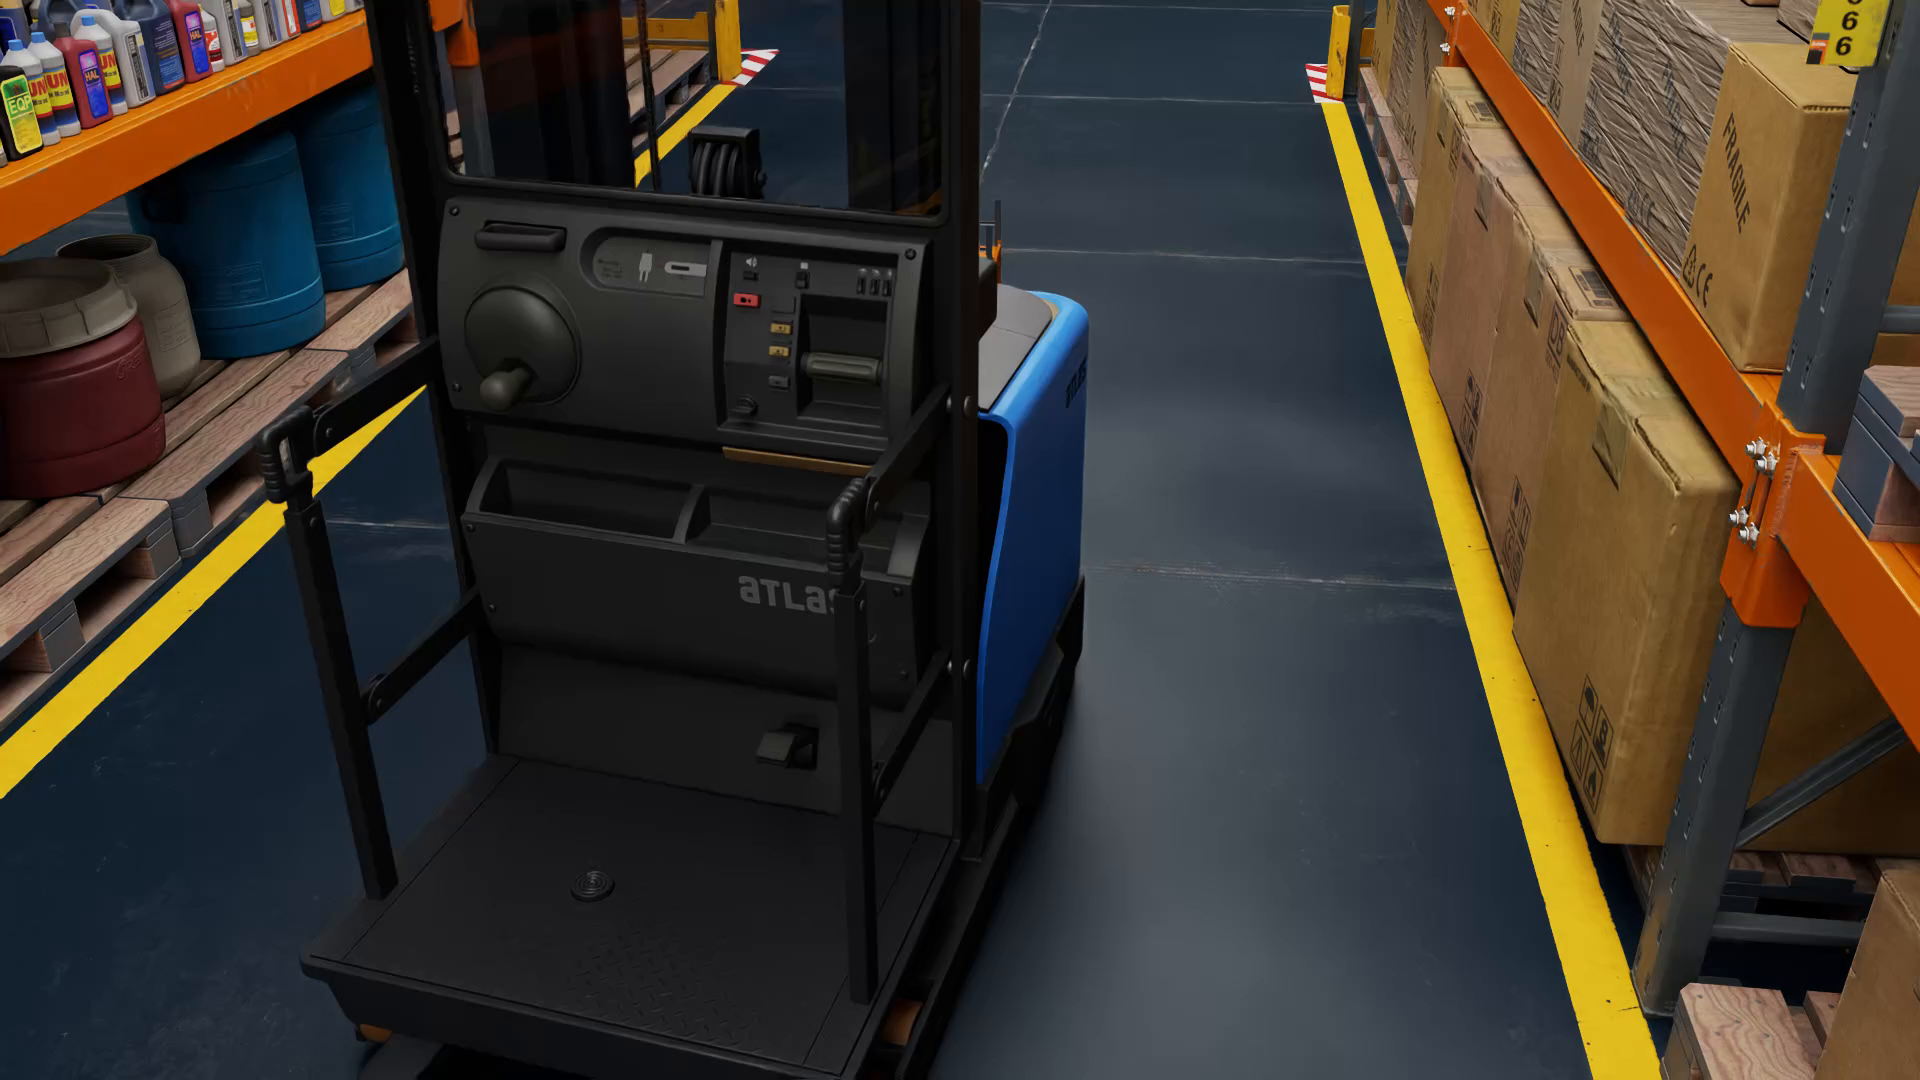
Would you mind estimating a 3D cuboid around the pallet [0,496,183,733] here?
[{"bbox_3d":[-2.950,0.230,4.601,1.003,0.211,1.213,3,28,6],"label":"pallet"}]

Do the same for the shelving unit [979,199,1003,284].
[{"bbox_3d":[0.007,-0.487,5.048,0.215,1.050,0.252,3,28,6],"label":"shelving unit"}]

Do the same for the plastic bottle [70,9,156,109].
[{"bbox_3d":[-2.461,-1.408,4.831,0.152,0.276,0.135,3,28,6],"label":"plastic bottle"}]

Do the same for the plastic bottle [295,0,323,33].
[{"bbox_3d":[-2.326,-1.947,5.753,0.144,0.351,0.185,3,28,6],"label":"plastic bottle"}]

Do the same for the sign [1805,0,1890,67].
[{"bbox_3d":[1.359,-0.877,2.495,0.100,0.325,0.005,3,28,6],"label":"sign"}]

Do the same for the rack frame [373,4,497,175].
[{"bbox_3d":[-2.515,-2.507,6.741,1.000,3.000,0.127,3,28,6],"label":"rack frame"}]

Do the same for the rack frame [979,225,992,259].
[{"bbox_3d":[-0.008,-0.430,4.941,0.200,1.050,0.008,3,28,6],"label":"rack frame"}]

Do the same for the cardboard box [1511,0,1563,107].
[{"bbox_3d":[1.974,-1.589,4.932,0.500,0.500,0.500,3,28,5],"label":"cardboard box"}]

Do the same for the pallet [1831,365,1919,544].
[{"bbox_3d":[1.929,0.089,2.124,1.213,0.211,1.003,3,28,6],"label":"pallet"}]

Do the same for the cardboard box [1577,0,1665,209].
[{"bbox_3d":[1.852,-1.106,4.035,0.500,0.500,0.500,2,28,5],"label":"cardboard box"}]

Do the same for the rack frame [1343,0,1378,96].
[{"bbox_3d":[2.891,-4.102,9.702,1.000,3.000,0.127,3,28,6],"label":"rack frame"}]

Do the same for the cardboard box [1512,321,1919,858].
[{"bbox_3d":[2.016,0.090,3.717,1.225,0.875,0.875,2,28,4],"label":"cardboard box"}]

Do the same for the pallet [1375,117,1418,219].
[{"bbox_3d":[2.718,-1.921,8.593,1.003,0.211,1.213,3,28,6],"label":"pallet"}]

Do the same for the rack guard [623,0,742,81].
[{"bbox_3d":[-2.035,-3.302,10.852,1.175,0.500,0.348,3,28,6],"label":"rack guard"}]

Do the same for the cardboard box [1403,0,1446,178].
[{"bbox_3d":[2.671,-2.199,7.966,0.875,0.875,0.875,3,28,6],"label":"cardboard box"}]

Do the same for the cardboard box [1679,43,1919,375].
[{"bbox_3d":[1.725,-0.627,3.146,0.500,0.500,0.500,4,29,8],"label":"cardboard box"}]

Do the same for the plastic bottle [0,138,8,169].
[{"bbox_3d":[-2.517,-1.055,4.256,0.097,0.201,0.097,0,28,0],"label":"plastic bottle"}]

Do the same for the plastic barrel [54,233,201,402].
[{"bbox_3d":[-2.843,-0.748,5.656,0.421,0.512,0.421,0,28,0],"label":"plastic barrel"}]

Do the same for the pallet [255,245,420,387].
[{"bbox_3d":[-2.651,-0.919,6.733,1.003,0.211,1.213,3,28,6],"label":"pallet"}]

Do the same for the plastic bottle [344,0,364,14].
[{"bbox_3d":[-2.287,-2.076,6.072,0.152,0.276,0.135,3,28,6],"label":"plastic bottle"}]

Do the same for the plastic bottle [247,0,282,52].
[{"bbox_3d":[-2.366,-1.776,5.514,0.152,0.276,0.135,3,28,6],"label":"plastic bottle"}]

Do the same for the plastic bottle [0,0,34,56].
[{"bbox_3d":[-3.092,-1.712,5.396,0.152,0.276,0.135,3,28,6],"label":"plastic bottle"}]

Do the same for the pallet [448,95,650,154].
[{"bbox_3d":[-2.316,-2.204,9.118,1.003,0.211,1.213,3,28,6],"label":"pallet"}]

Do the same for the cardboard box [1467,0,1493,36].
[{"bbox_3d":[2.096,-2.062,5.808,0.500,0.500,0.500,3,29,6],"label":"cardboard box"}]

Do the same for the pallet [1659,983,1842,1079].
[{"bbox_3d":[1.813,1.259,2.691,1.003,0.211,1.213,3,28,6],"label":"pallet"}]

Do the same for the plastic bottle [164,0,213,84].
[{"bbox_3d":[-2.377,-1.558,5.103,0.061,0.283,0.133,3,28,6],"label":"plastic bottle"}]

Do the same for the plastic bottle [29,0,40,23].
[{"bbox_3d":[-2.966,-1.681,5.416,0.097,0.201,0.097,0,28,0],"label":"plastic bottle"}]

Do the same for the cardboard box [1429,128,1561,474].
[{"bbox_3d":[2.233,-0.746,5.269,1.225,0.875,0.875,2,28,4],"label":"cardboard box"}]

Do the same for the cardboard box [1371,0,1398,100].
[{"bbox_3d":[2.892,-3.046,9.539,0.875,0.875,0.875,3,28,6],"label":"cardboard box"}]

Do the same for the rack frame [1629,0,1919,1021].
[{"bbox_3d":[1.910,-0.337,2.712,1.000,3.000,0.127,3,28,6],"label":"rack frame"}]

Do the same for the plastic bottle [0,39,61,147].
[{"bbox_3d":[-2.489,-1.195,4.441,0.097,0.271,0.097,0,28,0],"label":"plastic bottle"}]

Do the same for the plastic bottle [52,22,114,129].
[{"bbox_3d":[-2.444,-1.299,4.622,0.061,0.283,0.133,3,28,6],"label":"plastic bottle"}]

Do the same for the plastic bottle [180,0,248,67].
[{"bbox_3d":[-2.394,-1.667,5.312,0.152,0.276,0.135,3,28,6],"label":"plastic bottle"}]

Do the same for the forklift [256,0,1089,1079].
[{"bbox_3d":[-0.572,-0.346,2.803,1.130,2.935,3.031,8,29,14],"label":"forklift"}]

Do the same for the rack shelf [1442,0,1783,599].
[{"bbox_3d":[2.156,-0.961,4.630,1.077,0.370,4.000,3,28,6],"label":"rack shelf"}]

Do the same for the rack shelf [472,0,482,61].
[{"bbox_3d":[-2.270,-3.132,8.660,1.077,0.370,4.000,3,28,6],"label":"rack shelf"}]

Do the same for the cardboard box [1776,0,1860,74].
[{"bbox_3d":[2.016,-1.165,3.088,0.797,0.503,0.637,4,29,8],"label":"cardboard box"}]

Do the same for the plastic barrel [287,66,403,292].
[{"bbox_3d":[-2.599,-1.513,6.666,0.600,0.901,0.708,3,28,6],"label":"plastic barrel"}]
